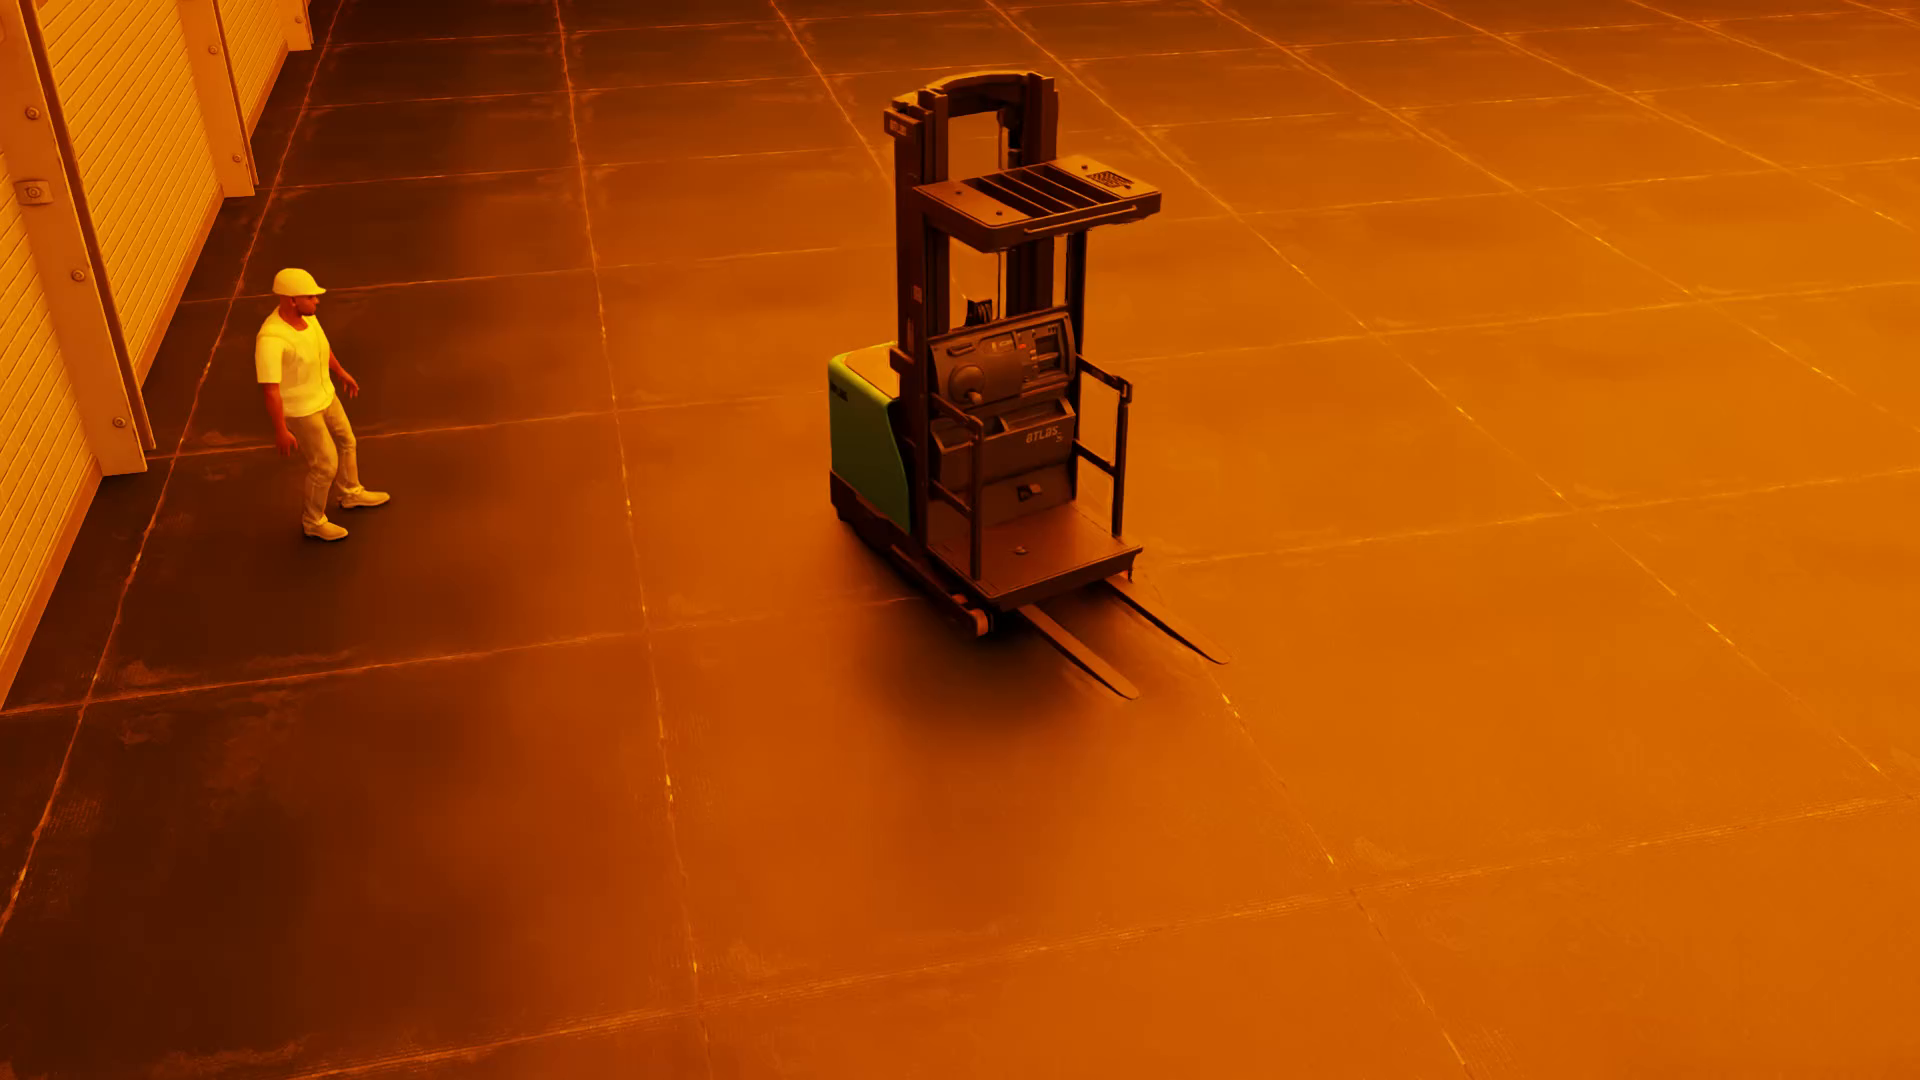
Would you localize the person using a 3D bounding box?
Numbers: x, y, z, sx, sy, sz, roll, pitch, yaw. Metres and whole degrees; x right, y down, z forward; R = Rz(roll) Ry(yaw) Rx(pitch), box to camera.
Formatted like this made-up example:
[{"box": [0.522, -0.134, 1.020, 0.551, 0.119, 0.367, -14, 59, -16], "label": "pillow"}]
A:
[{"box": [-3.970, -0.845, 10.224, 0.415, 1.742, 0.810, 2, 30, 3], "label": "person"}]

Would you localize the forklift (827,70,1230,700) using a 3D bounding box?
[{"box": [0.366, -0.979, 9.266, 1.130, 2.935, 3.031, -17, 34, -27], "label": "forklift"}]
